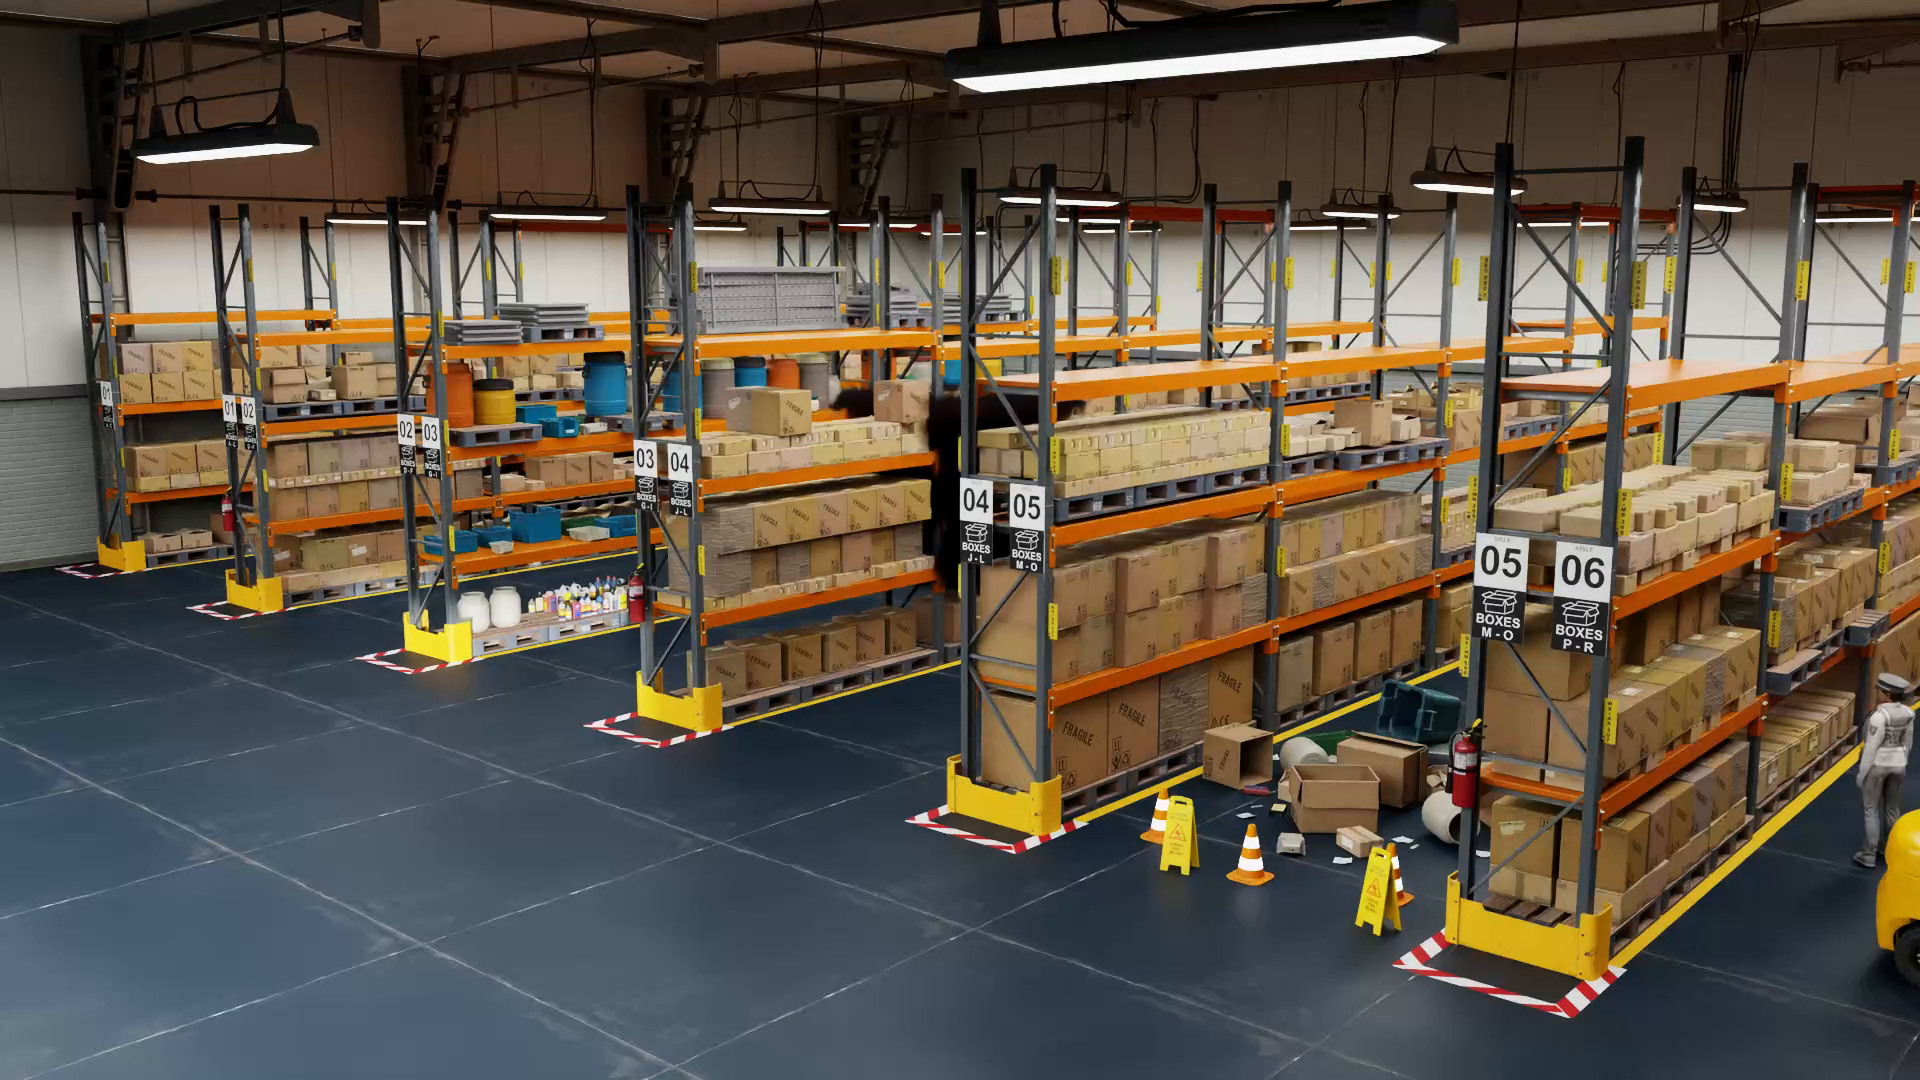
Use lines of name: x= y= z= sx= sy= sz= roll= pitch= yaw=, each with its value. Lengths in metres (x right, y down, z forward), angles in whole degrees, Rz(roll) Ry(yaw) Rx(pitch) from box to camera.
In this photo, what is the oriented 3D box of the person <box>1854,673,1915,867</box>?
person: x=7.997 y=1.967 z=14.459 sx=0.490 sy=1.670 sz=0.534 roll=0 pitch=9 yaw=-2
